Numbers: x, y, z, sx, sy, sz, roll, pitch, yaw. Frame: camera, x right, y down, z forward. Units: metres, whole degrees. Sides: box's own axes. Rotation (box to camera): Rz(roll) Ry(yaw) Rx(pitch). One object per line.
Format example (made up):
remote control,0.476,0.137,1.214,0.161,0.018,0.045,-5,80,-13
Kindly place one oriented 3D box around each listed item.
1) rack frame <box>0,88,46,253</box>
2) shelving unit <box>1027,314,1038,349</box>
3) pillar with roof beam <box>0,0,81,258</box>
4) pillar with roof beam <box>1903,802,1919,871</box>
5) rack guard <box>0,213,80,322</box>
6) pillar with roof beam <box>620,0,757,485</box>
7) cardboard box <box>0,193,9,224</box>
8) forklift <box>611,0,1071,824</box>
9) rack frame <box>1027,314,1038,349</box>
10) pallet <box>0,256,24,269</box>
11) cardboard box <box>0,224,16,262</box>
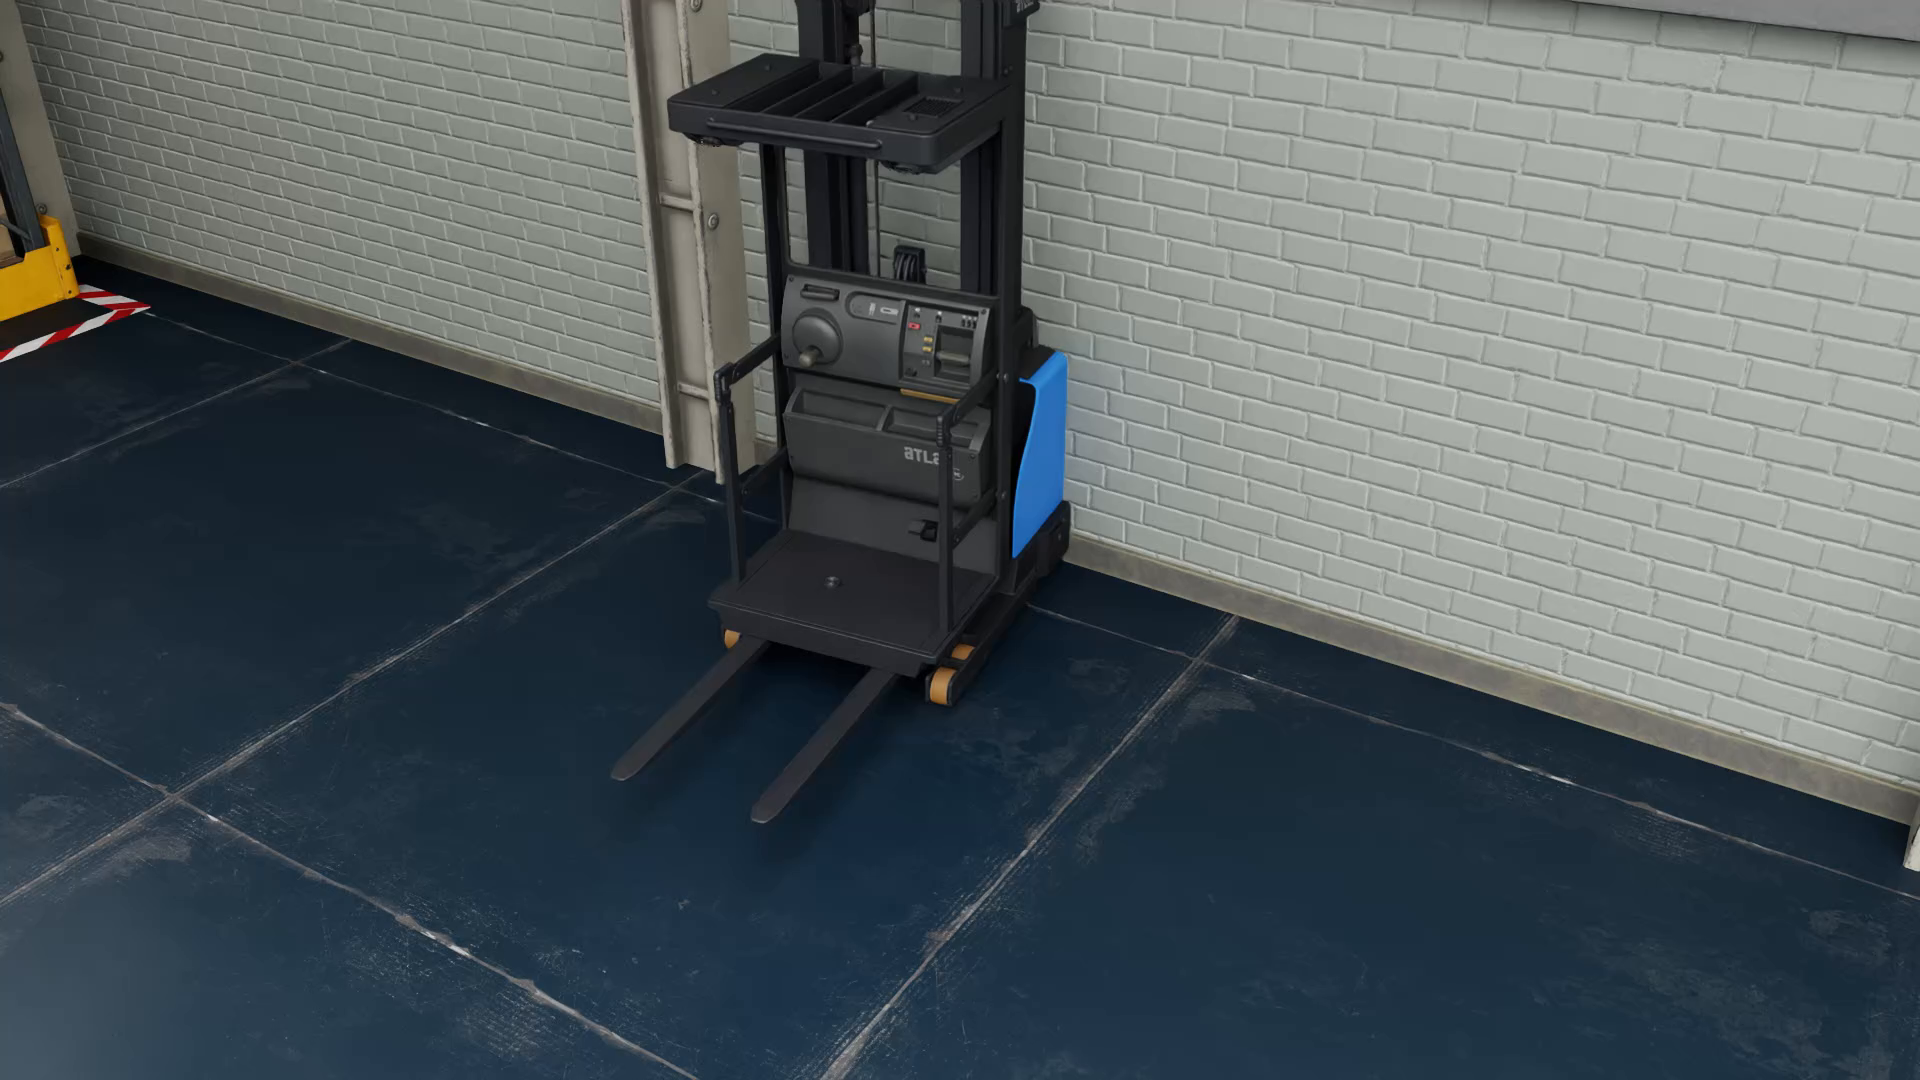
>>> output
rack frame,-6.302,-2.740,9.970,0.127,3.000,1.000,18,35,27
shelving unit,-0.184,-0.496,7.855,1.048,1.125,0.538,10,28,30
pillar with roof beam,-8.701,-4.065,6.288,0.400,9.000,9.100,18,35,27
pillar with roof beam,1.462,-0.851,0.778,0.400,9.000,9.100,18,35,27
rack guard,-6.282,-1.654,10.589,0.348,0.500,1.175,18,35,27
pillar with roof beam,-3.620,-2.458,3.533,0.400,9.000,9.100,18,35,27
cardboard box,-6.590,-2.165,10.799,0.500,0.250,0.500,18,35,28
forklift,-0.402,-0.809,6.728,1.130,2.935,3.031,13,33,20
rack frame,0.251,-0.421,7.601,0.032,1.125,0.500,10,28,30
pallet,-6.972,-1.723,10.994,1.213,0.211,1.003,18,35,27
cardboard box,-6.614,-1.949,10.926,0.500,0.250,0.500,18,35,28
